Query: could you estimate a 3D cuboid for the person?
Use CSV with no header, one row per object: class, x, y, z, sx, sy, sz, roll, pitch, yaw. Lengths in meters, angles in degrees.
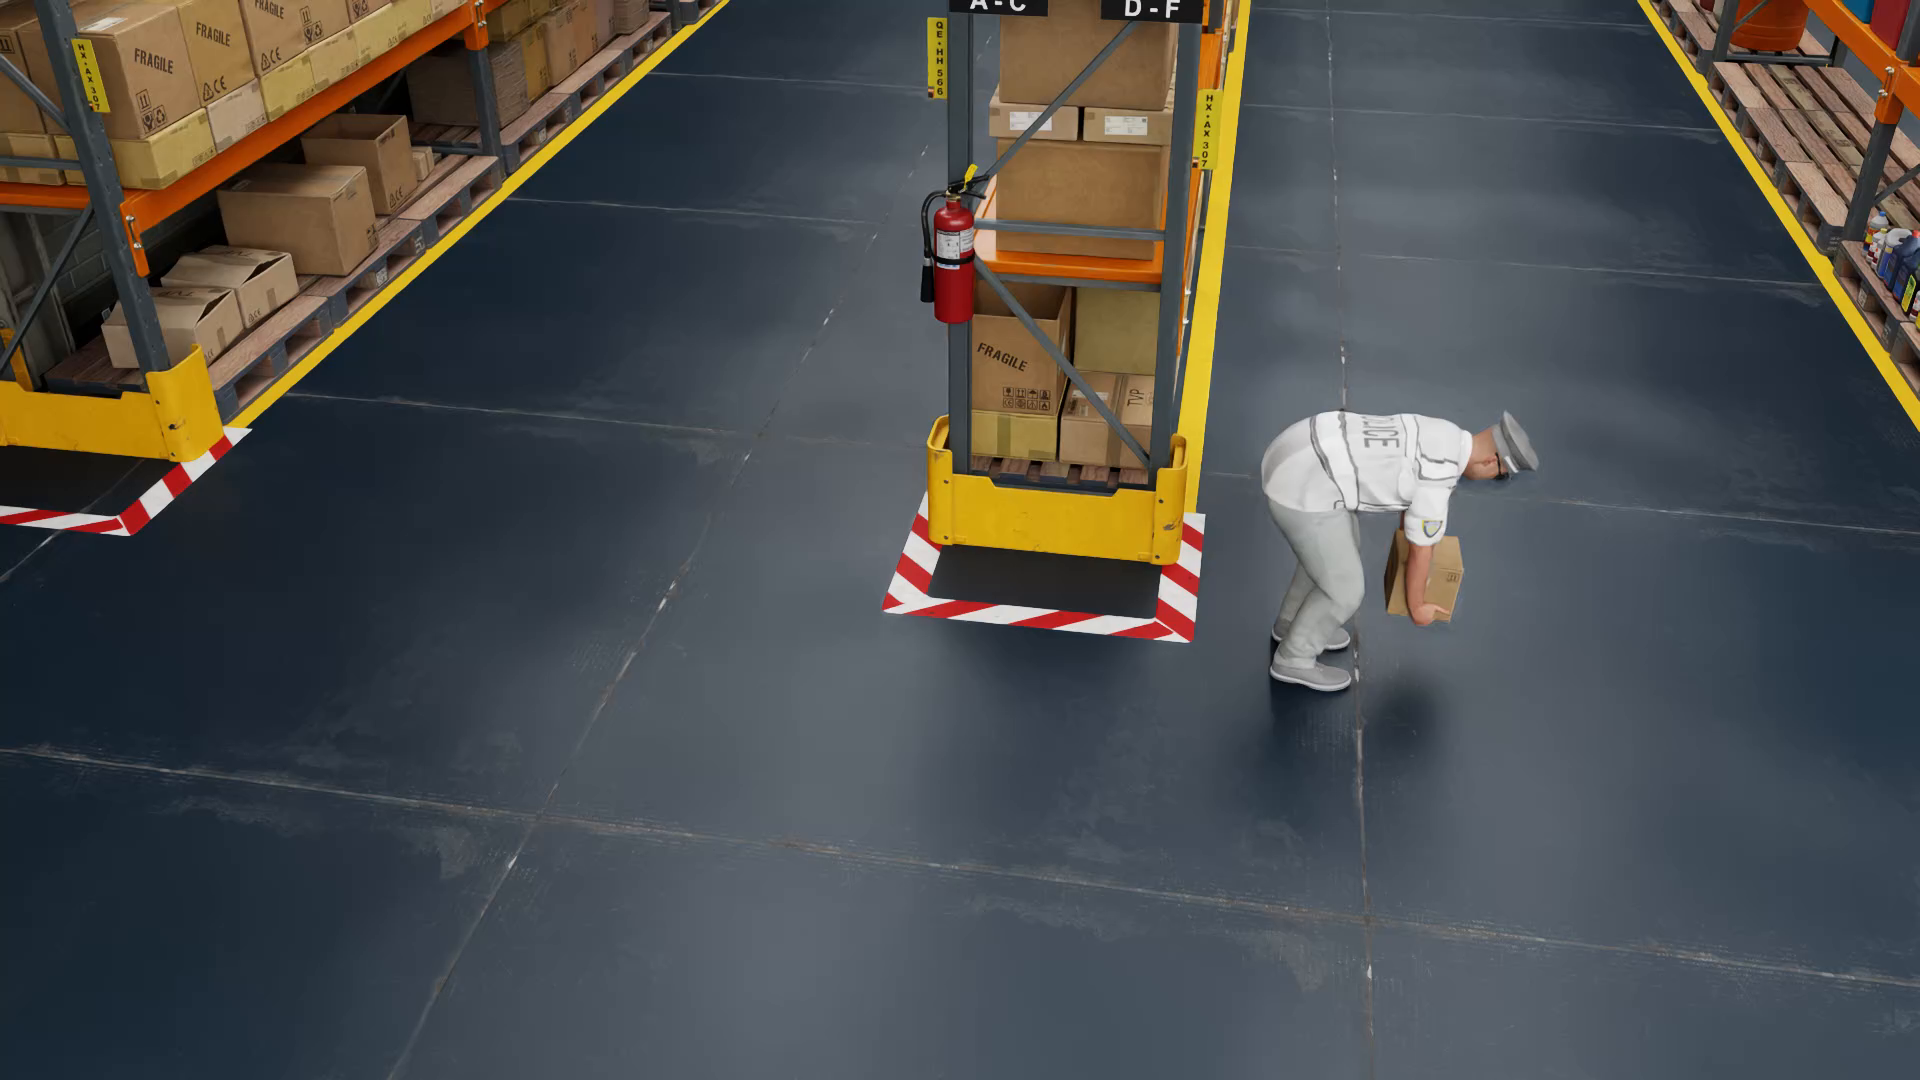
person,1.431,-0.238,6.509,0.440,1.747,0.601,3,32,5
